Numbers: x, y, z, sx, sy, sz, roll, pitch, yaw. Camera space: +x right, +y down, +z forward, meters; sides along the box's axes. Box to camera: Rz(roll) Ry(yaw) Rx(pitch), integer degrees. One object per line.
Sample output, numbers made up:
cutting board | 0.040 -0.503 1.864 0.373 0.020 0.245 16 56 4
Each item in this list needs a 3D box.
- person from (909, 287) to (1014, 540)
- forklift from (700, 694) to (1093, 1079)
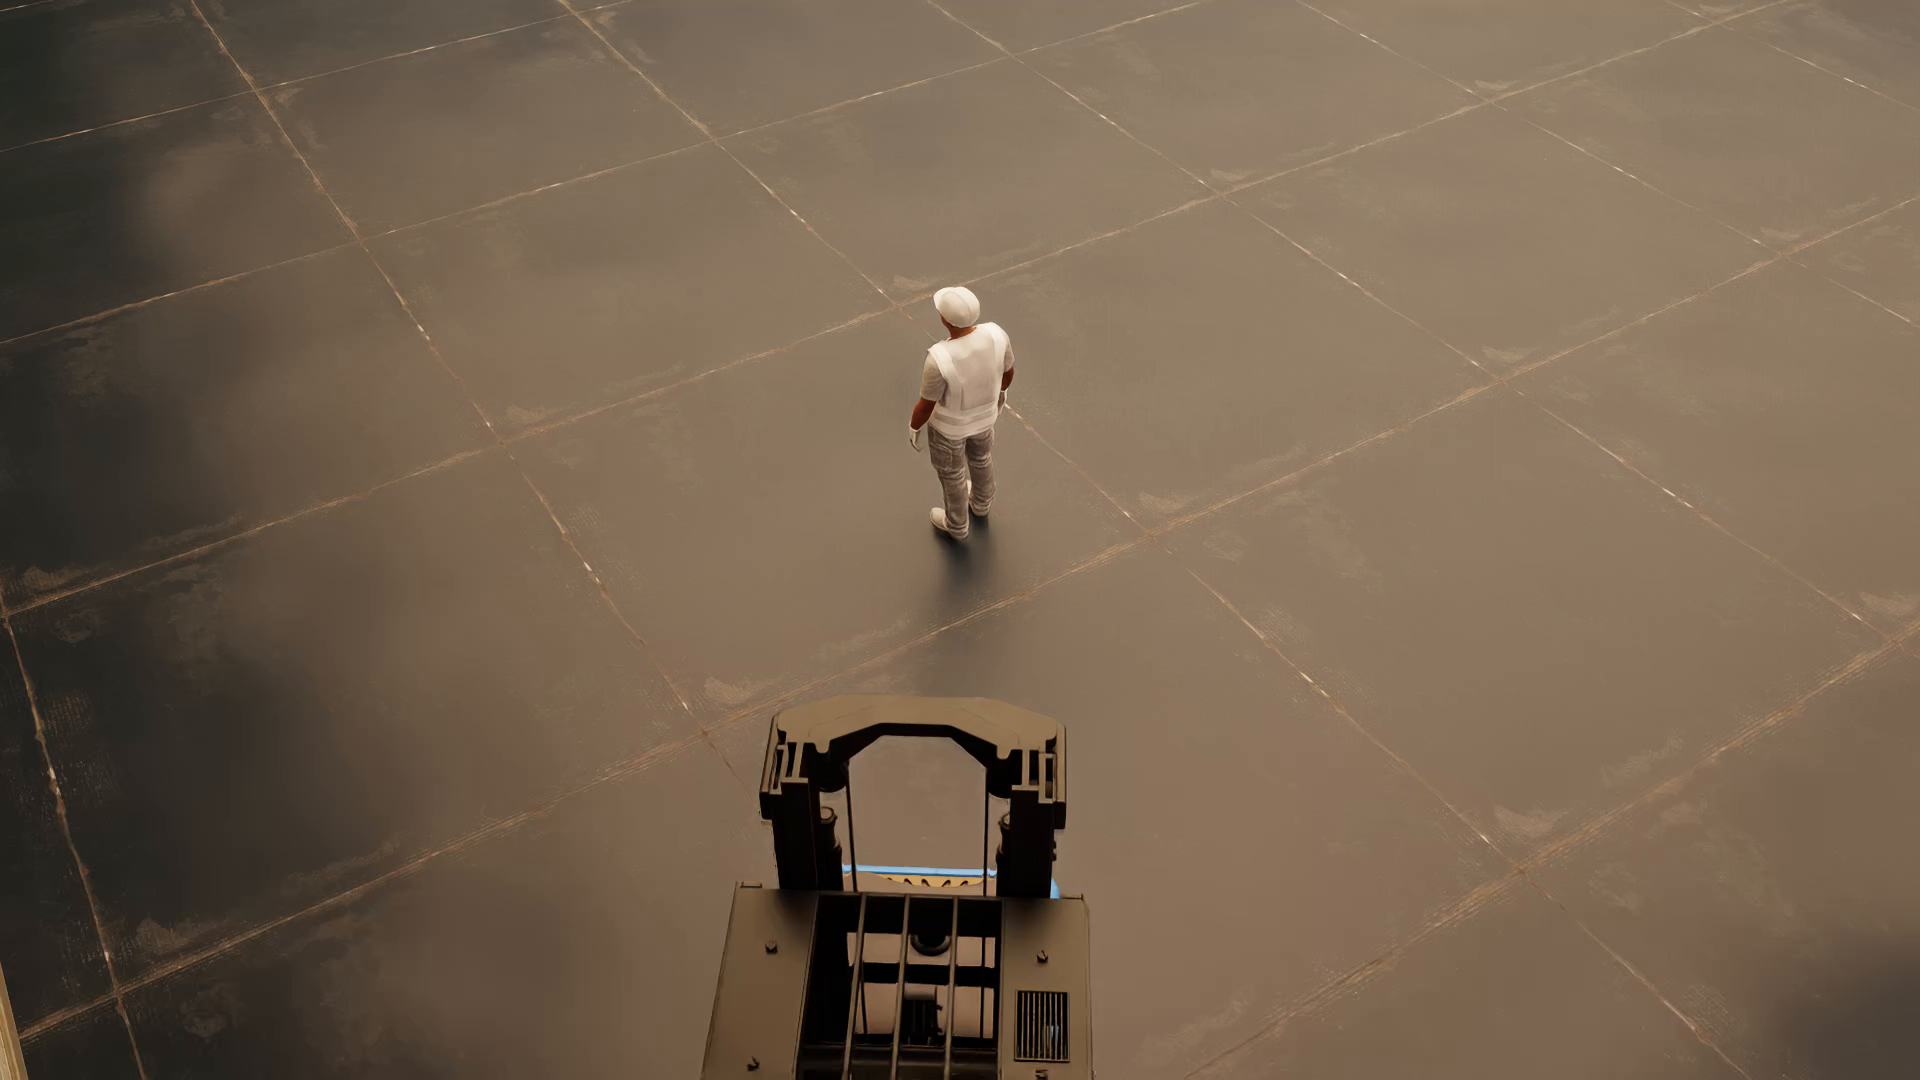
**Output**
person | -0.031 -0.750 9.529 0.656 1.781 0.577 -23 46 -24
forklift | -0.161 2.039 5.538 1.130 2.935 3.031 2 41 2
